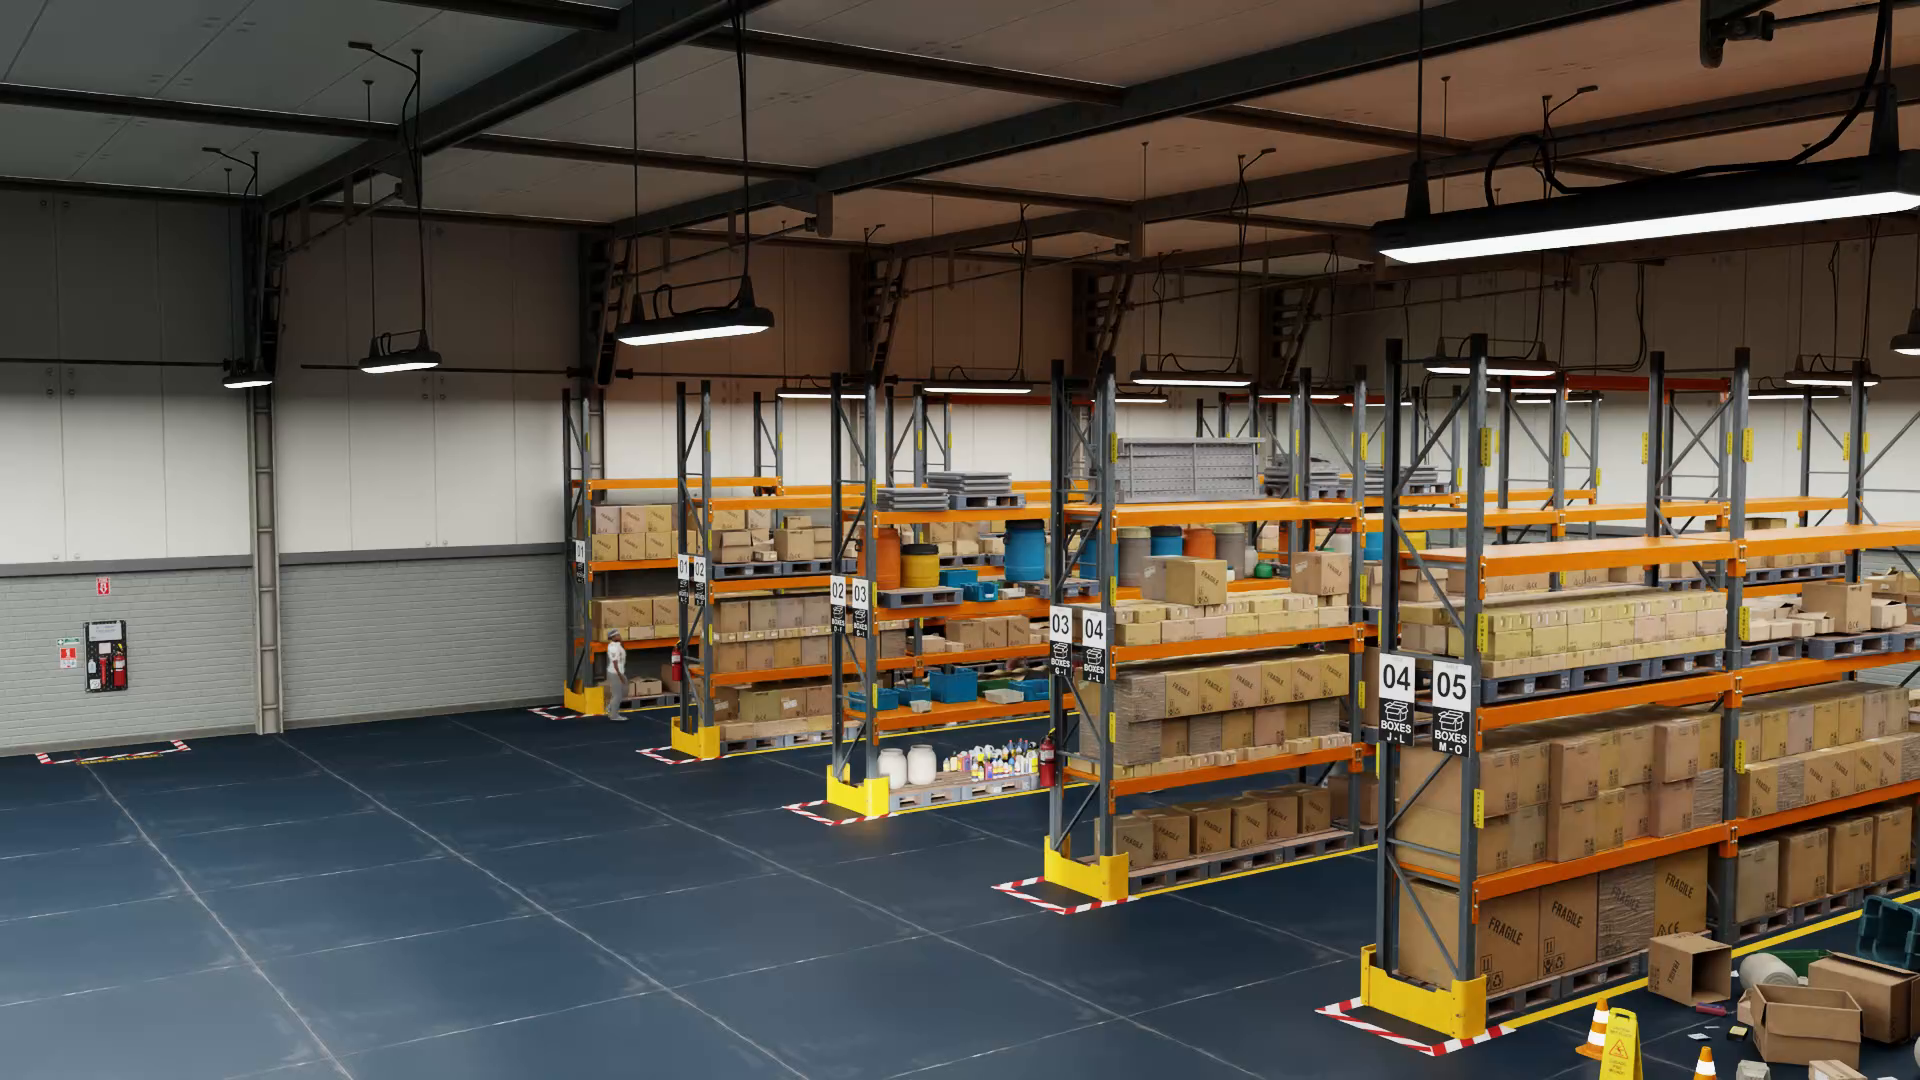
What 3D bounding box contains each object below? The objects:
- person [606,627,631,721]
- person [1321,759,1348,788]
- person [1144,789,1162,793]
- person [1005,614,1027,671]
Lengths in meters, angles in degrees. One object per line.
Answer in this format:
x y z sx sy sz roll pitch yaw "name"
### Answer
-6.128 2.399 29.770 0.442 1.702 0.463 -1 4 -10 "person"
5.385 2.822 23.553 0.743 1.660 0.546 1 4 17 "person"
2.674 2.789 23.941 0.486 1.701 0.480 1 4 14 "person"
1.021 2.260 32.721 1.014 1.609 0.463 -2 4 -31 "person"
